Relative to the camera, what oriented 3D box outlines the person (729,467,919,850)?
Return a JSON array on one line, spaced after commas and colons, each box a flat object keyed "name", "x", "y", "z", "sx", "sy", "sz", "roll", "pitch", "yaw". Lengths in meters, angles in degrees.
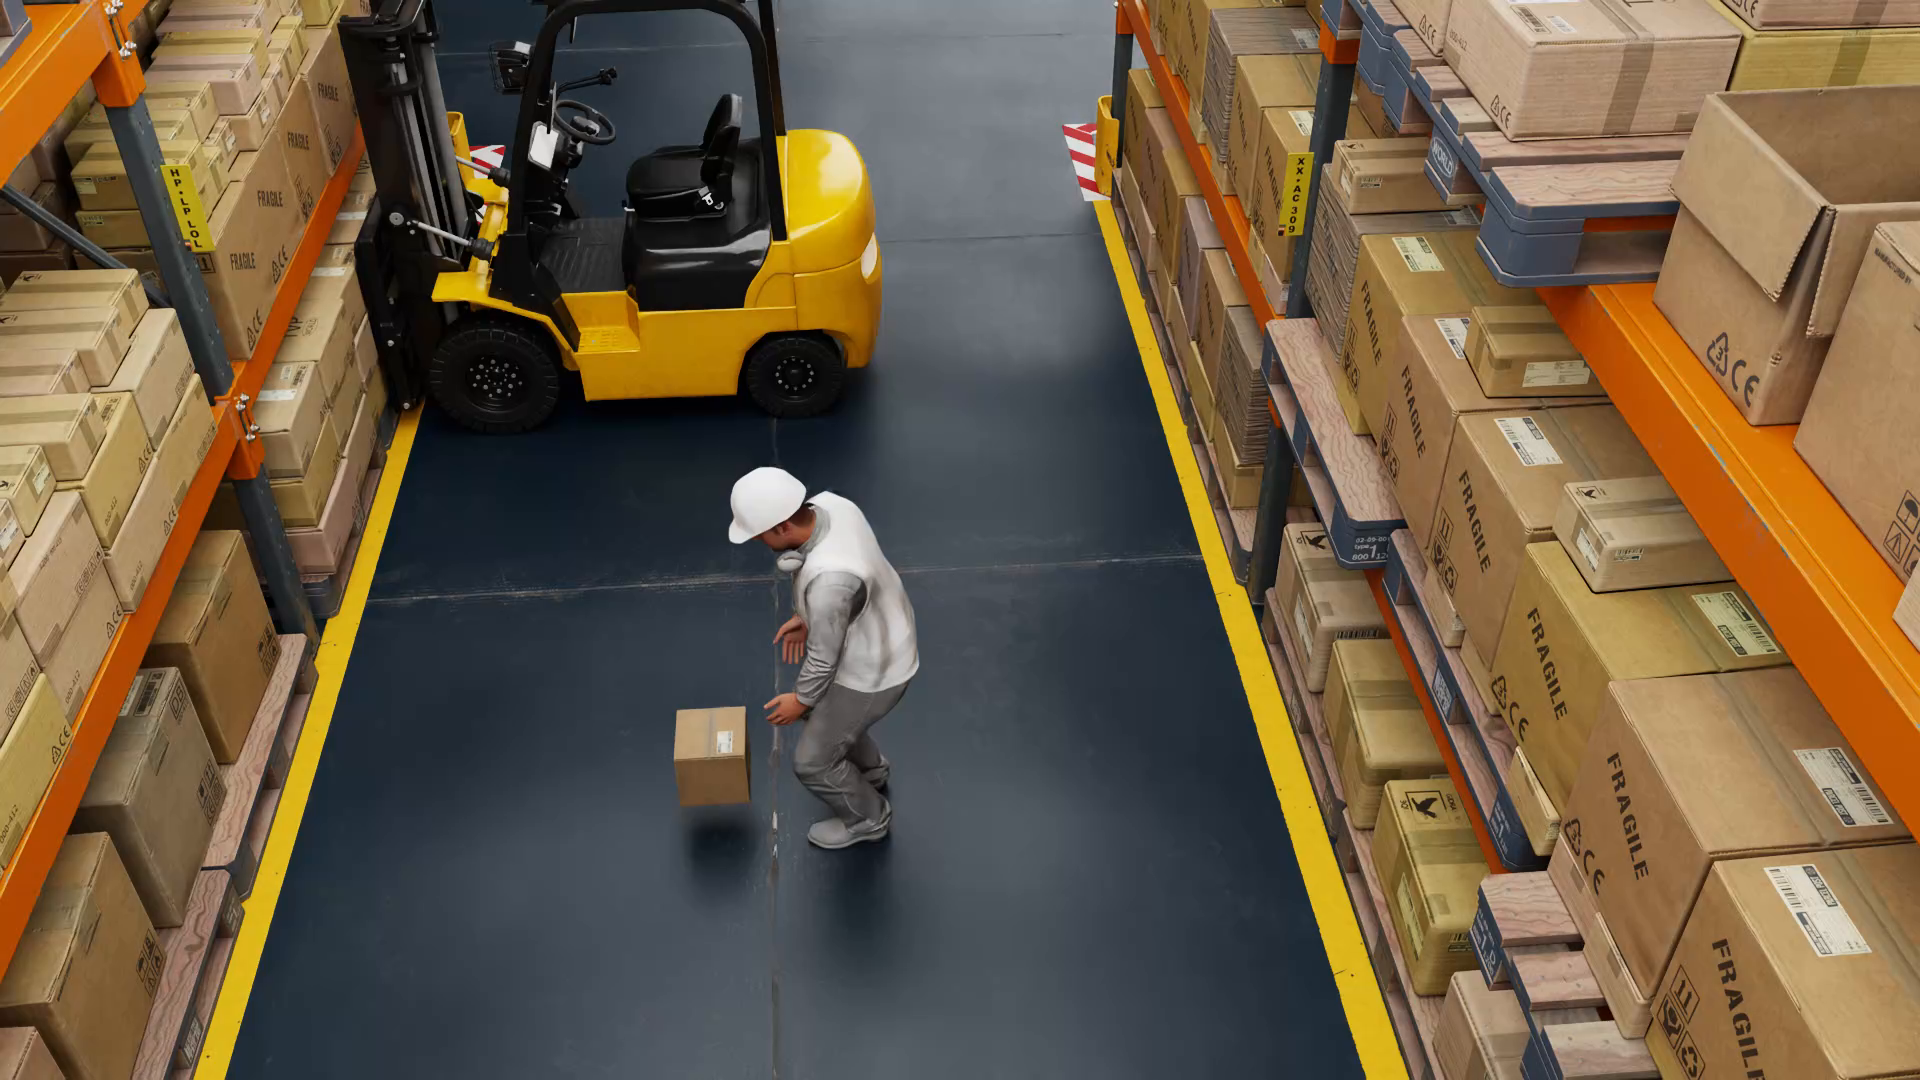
[{"name": "person", "x": -0.444, "y": 0.409, "z": 5.749, "sx": 0.604, "sy": 1.628, "sz": 0.581, "roll": -3, "pitch": 39, "yaw": -3}]
